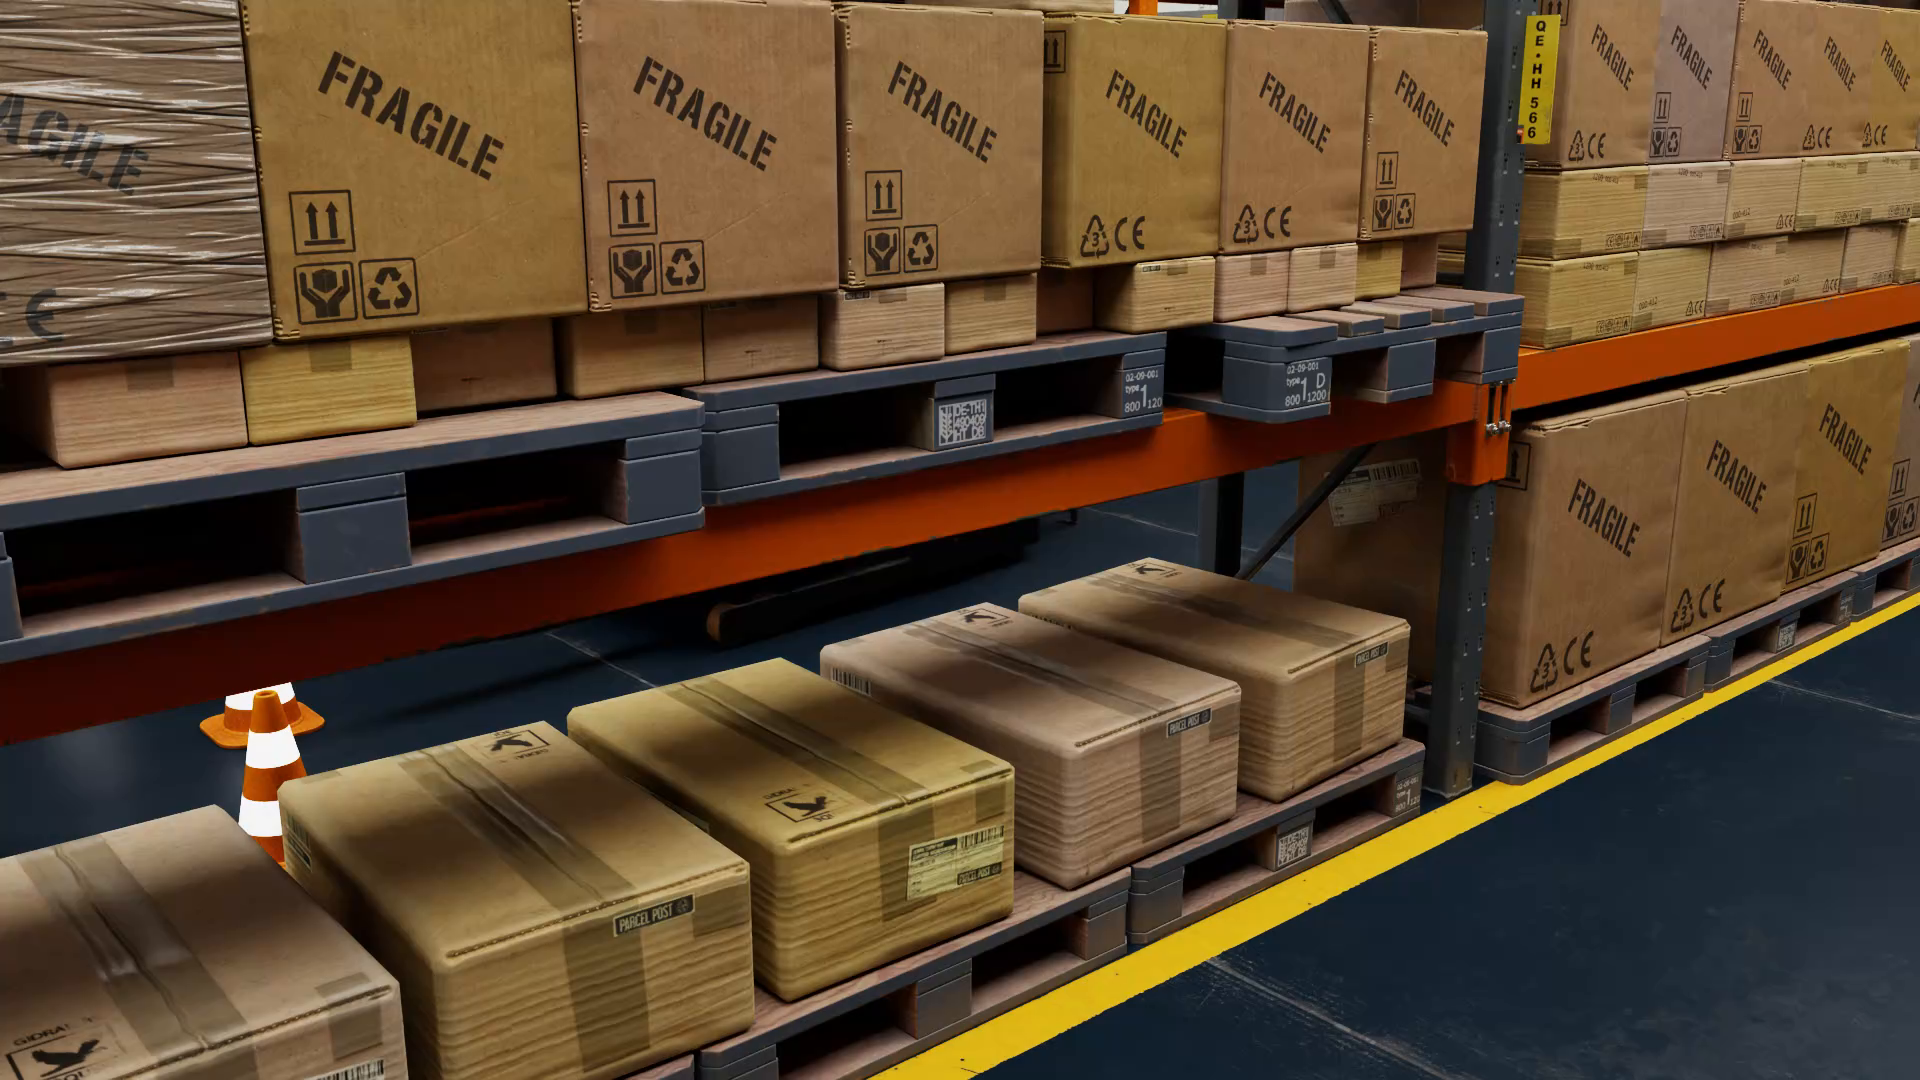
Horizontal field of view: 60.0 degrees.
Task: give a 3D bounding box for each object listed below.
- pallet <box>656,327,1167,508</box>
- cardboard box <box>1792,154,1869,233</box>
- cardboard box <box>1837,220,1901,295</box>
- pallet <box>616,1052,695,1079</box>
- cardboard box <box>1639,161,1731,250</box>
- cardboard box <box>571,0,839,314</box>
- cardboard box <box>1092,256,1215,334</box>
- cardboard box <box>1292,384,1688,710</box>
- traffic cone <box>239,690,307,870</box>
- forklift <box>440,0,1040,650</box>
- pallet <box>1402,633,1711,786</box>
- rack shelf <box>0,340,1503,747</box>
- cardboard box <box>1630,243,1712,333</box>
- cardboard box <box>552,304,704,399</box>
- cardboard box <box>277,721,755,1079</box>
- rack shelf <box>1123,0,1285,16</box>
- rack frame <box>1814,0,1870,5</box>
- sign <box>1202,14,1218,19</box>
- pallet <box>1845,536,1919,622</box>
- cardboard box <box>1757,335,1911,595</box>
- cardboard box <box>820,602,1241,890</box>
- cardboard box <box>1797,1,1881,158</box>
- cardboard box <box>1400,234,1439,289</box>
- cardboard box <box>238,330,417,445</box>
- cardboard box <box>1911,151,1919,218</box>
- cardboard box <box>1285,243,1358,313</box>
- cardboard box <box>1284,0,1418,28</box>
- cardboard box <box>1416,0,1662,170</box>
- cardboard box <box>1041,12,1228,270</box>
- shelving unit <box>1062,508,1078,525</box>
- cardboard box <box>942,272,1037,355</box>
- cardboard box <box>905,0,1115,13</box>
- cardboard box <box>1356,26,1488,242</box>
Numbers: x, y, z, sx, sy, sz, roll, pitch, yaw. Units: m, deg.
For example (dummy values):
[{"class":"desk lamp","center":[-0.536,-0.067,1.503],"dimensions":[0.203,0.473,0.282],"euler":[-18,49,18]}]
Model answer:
[{"class":"pallet","center":[-0.317,-0.352,3.628],"dimensions":[1.213,0.211,1.003],"euler":[-13,19,-39]},{"class":"cardboard box","center":[2.860,-1.248,5.931],"dimensions":[0.500,0.250,0.500],"euler":[-12,19,-38]},{"class":"cardboard box","center":[3.216,-1.101,6.349],"dimensions":[0.500,0.250,0.500],"euler":[-13,20,-41]},{"class":"pallet","center":[-1.282,1.104,3.207],"dimensions":[1.213,0.211,1.003],"euler":[-13,19,-39]},{"class":"cardboard box","center":[2.085,-1.083,5.312],"dimensions":[0.500,0.250,0.500],"euler":[-12,19,-38]},{"class":"cardboard box","center":[-0.567,-0.695,2.957],"dimensions":[0.500,0.500,0.500],"euler":[-13,20,-40]},{"class":"cardboard box","center":[0.348,-0.567,3.734],"dimensions":[0.250,0.149,0.380],"euler":[-12,19,-38]},{"class":"cardboard box","center":[1.725,-0.066,5.486],"dimensions":[0.875,0.875,0.875],"euler":[-13,20,-40]},{"class":"traffic cone","center":[-1.851,0.632,4.486],"dimensions":[0.334,0.463,0.336],"euler":[-13,19,-39]},{"class":"forklift","center":[-1.030,-1.166,6.436],"dimensions":[1.130,2.935,3.031],"euler":[14,20,43]},{"class":"pallet","center":[1.794,0.440,5.694],"dimensions":[1.213,0.211,1.003],"euler":[-13,19,-39]},{"class":"rack shelf","center":[-0.359,-0.102,3.713],"dimensions":[4.000,0.370,1.077],"euler":[-13,19,-39]},{"class":"cardboard box","center":[2.060,-0.840,5.374],"dimensions":[0.500,0.250,0.500],"euler":[-13,20,-41]},{"class":"cardboard box","center":[-0.664,-0.363,2.971],"dimensions":[0.250,0.149,0.380],"euler":[-12,19,-39]},{"class":"cardboard box","center":[-0.934,0.744,3.430],"dimensions":[0.625,0.372,0.950],"euler":[-11,19,-36]},{"class":"rack shelf","center":[2.350,-3.853,11.944],"dimensions":[4.000,0.370,1.077],"euler":[-13,19,-39]},{"class":"rack frame","center":[4.167,-1.466,7.426],"dimensions":[0.127,3.000,1.000],"euler":[-13,19,-39]},{"class":"sign","center":[0.783,-1.455,5.142],"dimensions":[0.005,0.325,0.100],"euler":[-13,19,-39]},{"class":"pallet","center":[3.635,0.027,7.241],"dimensions":[1.213,0.211,1.003],"euler":[-13,19,-39]},{"class":"cardboard box","center":[3.076,-0.367,6.616],"dimensions":[0.875,0.875,0.875],"euler":[-12,19,-38]},{"class":"cardboard box","center":[0.165,0.499,4.349],"dimensions":[0.625,0.372,0.950],"euler":[-13,20,-40]},{"class":"cardboard box","center":[2.833,-1.611,5.838],"dimensions":[0.500,0.500,0.500],"euler":[-12,19,-38]},{"class":"cardboard box","center":[1.057,-0.769,4.488],"dimensions":[0.250,0.149,0.380],"euler":[-12,19,-37]},{"class":"cardboard box","center":[-1.049,-0.265,2.603],"dimensions":[0.250,0.149,0.380],"euler":[-12,19,-38]},{"class":"cardboard box","center":[3.622,-1.427,6.601],"dimensions":[0.500,0.250,0.500],"euler":[-12,19,-38]},{"class":"cardboard box","center":[0.741,-0.658,4.073],"dimensions":[0.250,0.149,0.380],"euler":[-13,20,-40]},{"class":"cardboard box","center":[1.368,-1.458,5.266],"dimensions":[0.500,0.500,0.500],"euler":[-13,20,-41]},{"class":"cardboard box","center":[1.682,-1.356,4.882],"dimensions":[0.500,0.500,0.500],"euler":[-14,20,-41]},{"class":"cardboard box","center":[0.226,-0.877,3.636],"dimensions":[0.500,0.500,0.500],"euler":[-14,21,-43]},{"class":"shelving unit","center":[0.251,-1.081,7.729],"dimensions":[0.431,2.100,0.503],"euler":[14,20,43]},{"class":"cardboard box","center":[-0.060,-0.491,3.447],"dimensions":[0.250,0.149,0.380],"euler":[-13,20,-41]},{"class":"cardboard box","center":[0.101,-1.165,3.457],"dimensions":[0.250,0.149,0.380],"euler":[-14,20,-42]},{"class":"cardboard box","center":[0.989,-1.052,4.293],"dimensions":[0.500,0.500,0.500],"euler":[-13,20,-41]}]
